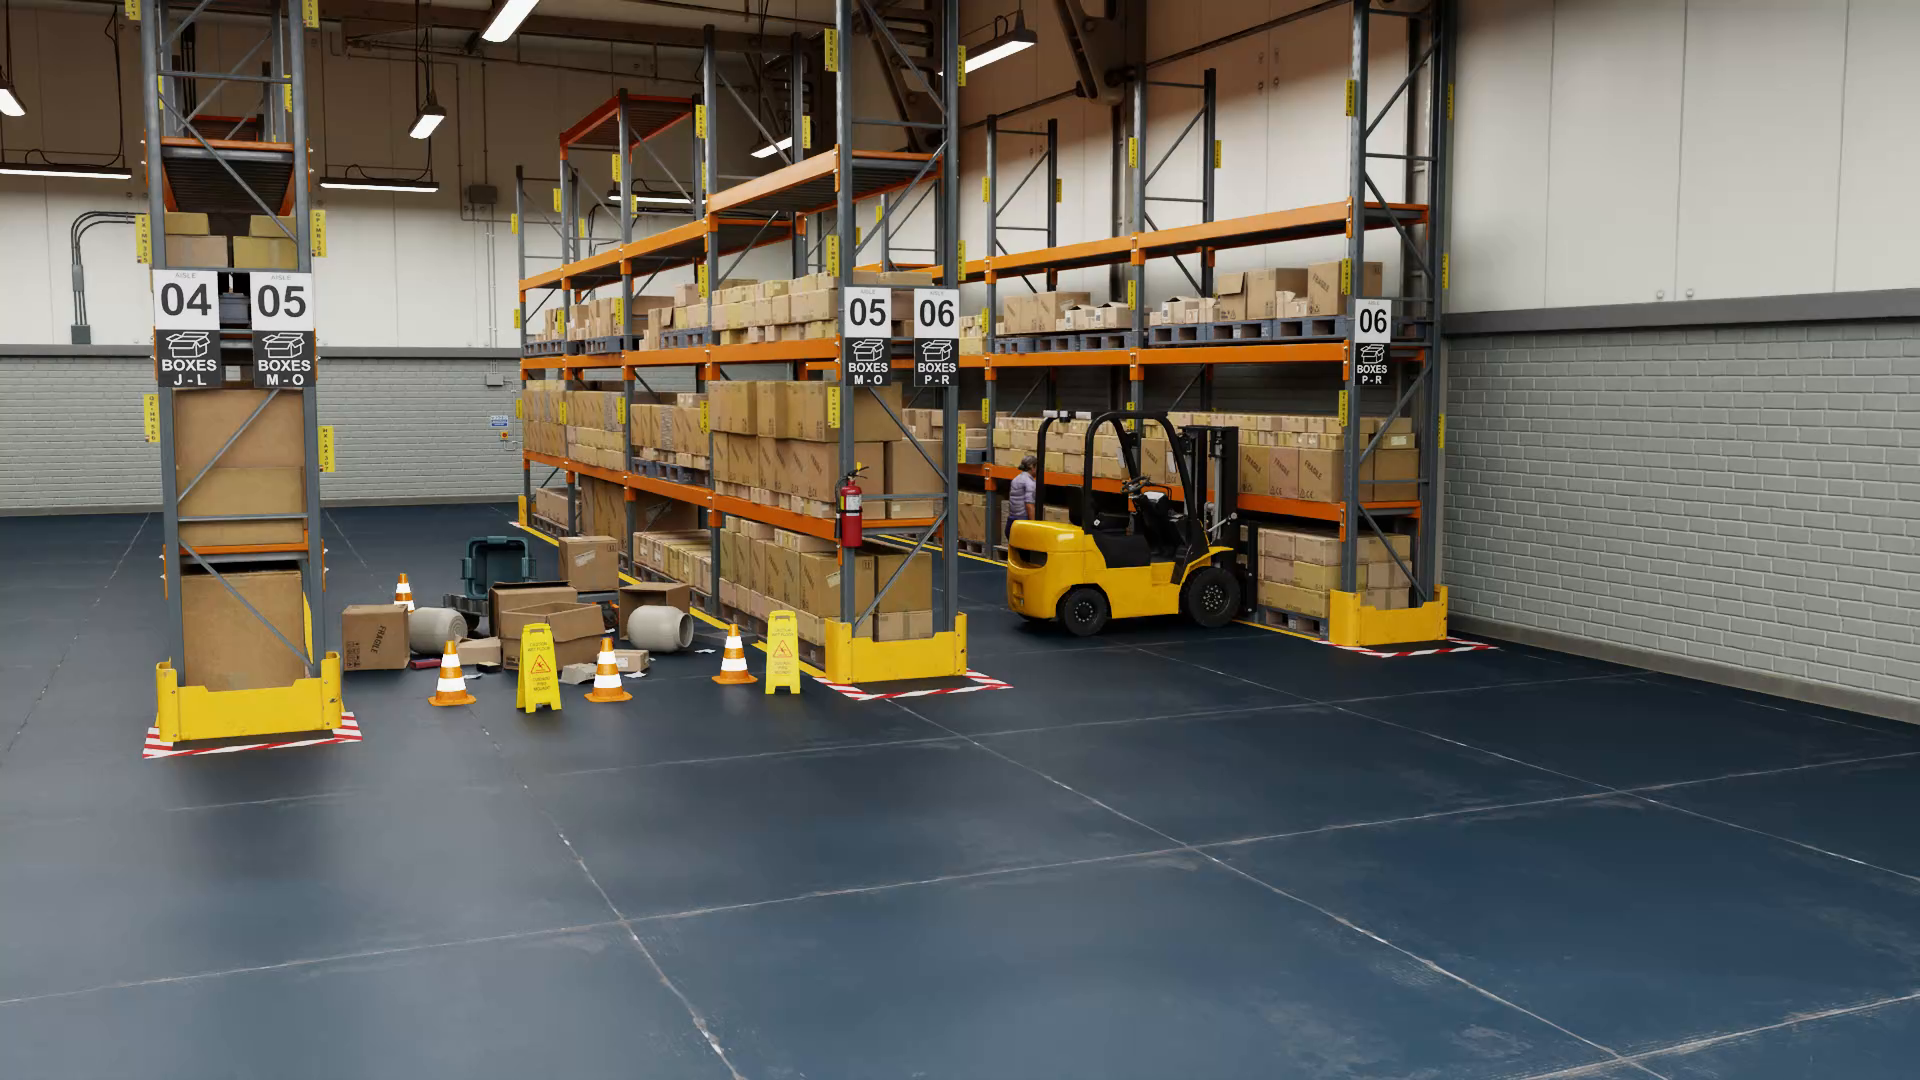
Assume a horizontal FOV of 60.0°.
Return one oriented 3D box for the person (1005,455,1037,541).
[{"bbox_3d":[0.707,-0.095,18.026,0.371,1.652,0.538,-2,6,-23],"label":"person"}]
